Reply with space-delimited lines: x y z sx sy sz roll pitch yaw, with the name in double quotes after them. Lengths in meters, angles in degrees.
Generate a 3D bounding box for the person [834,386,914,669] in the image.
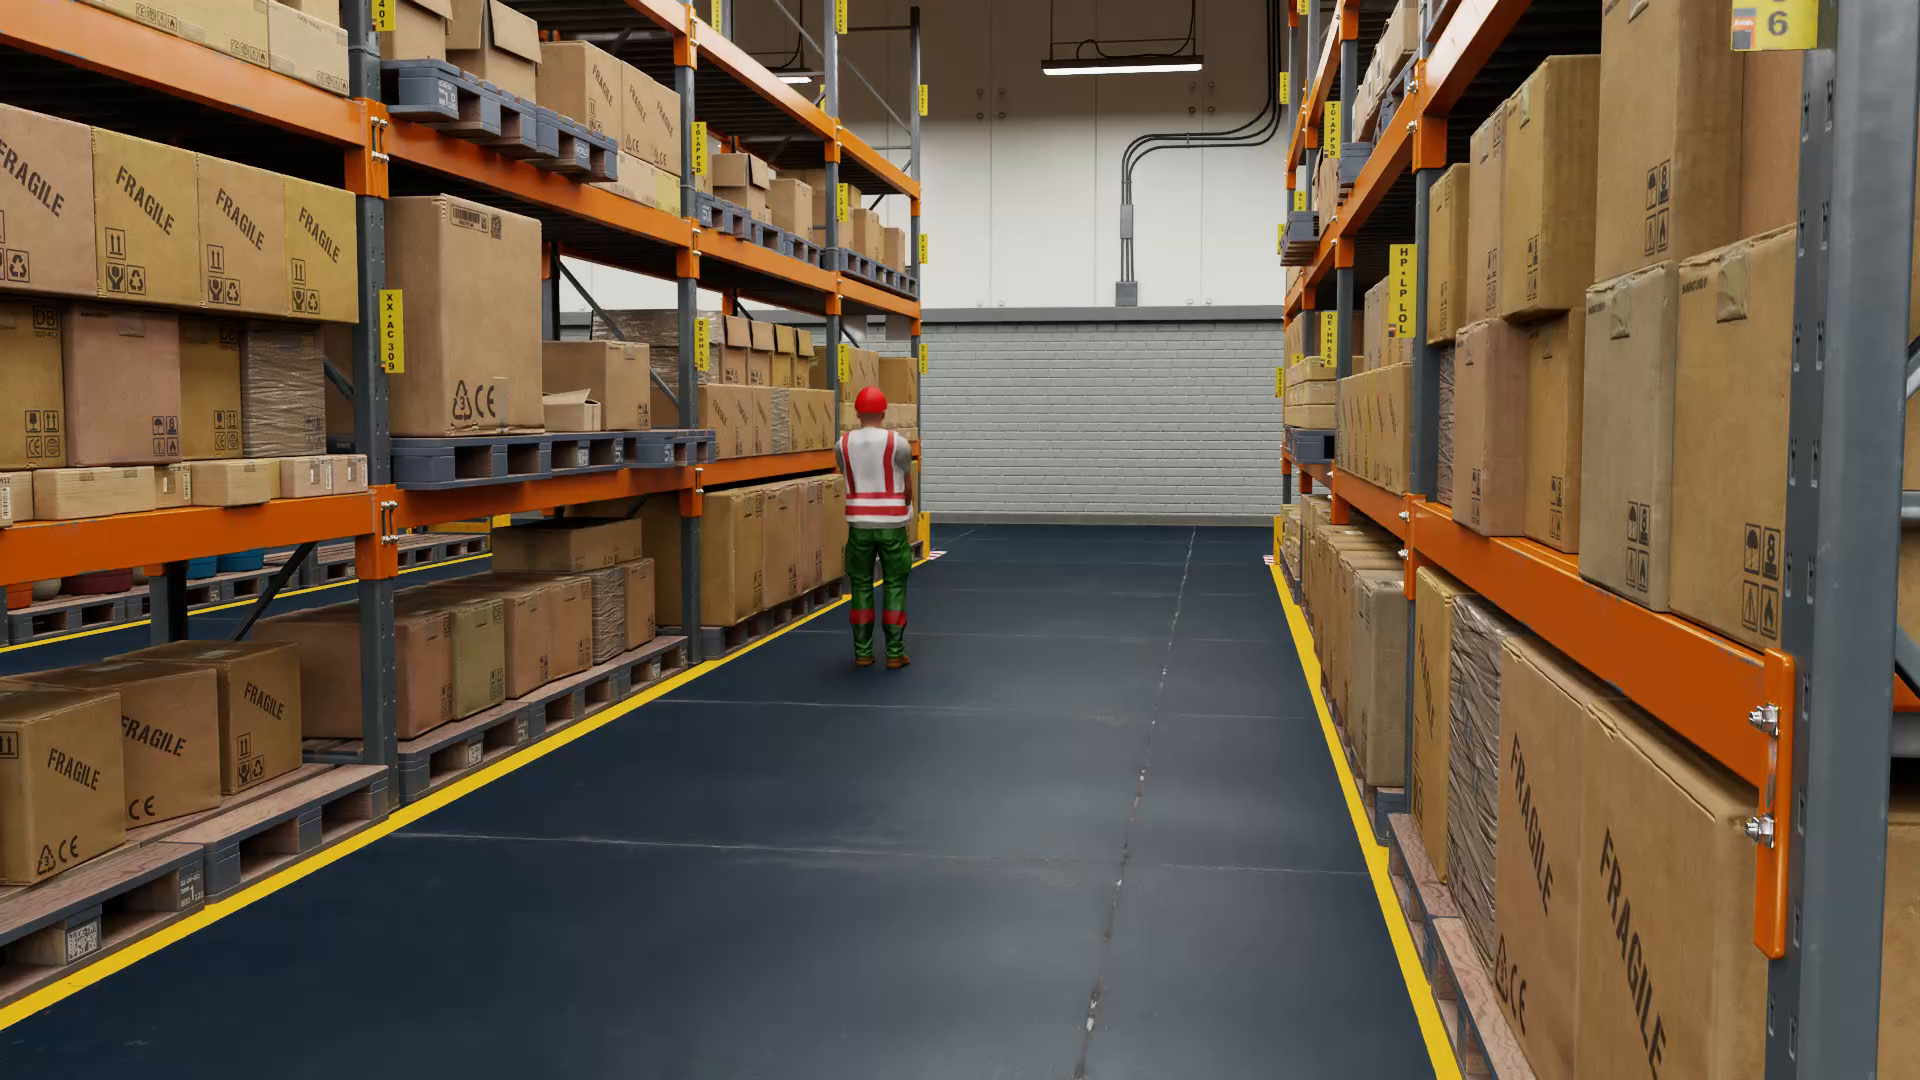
-0.526 -0.092 10.658 0.494 1.782 0.569 1 4 9 "person"
